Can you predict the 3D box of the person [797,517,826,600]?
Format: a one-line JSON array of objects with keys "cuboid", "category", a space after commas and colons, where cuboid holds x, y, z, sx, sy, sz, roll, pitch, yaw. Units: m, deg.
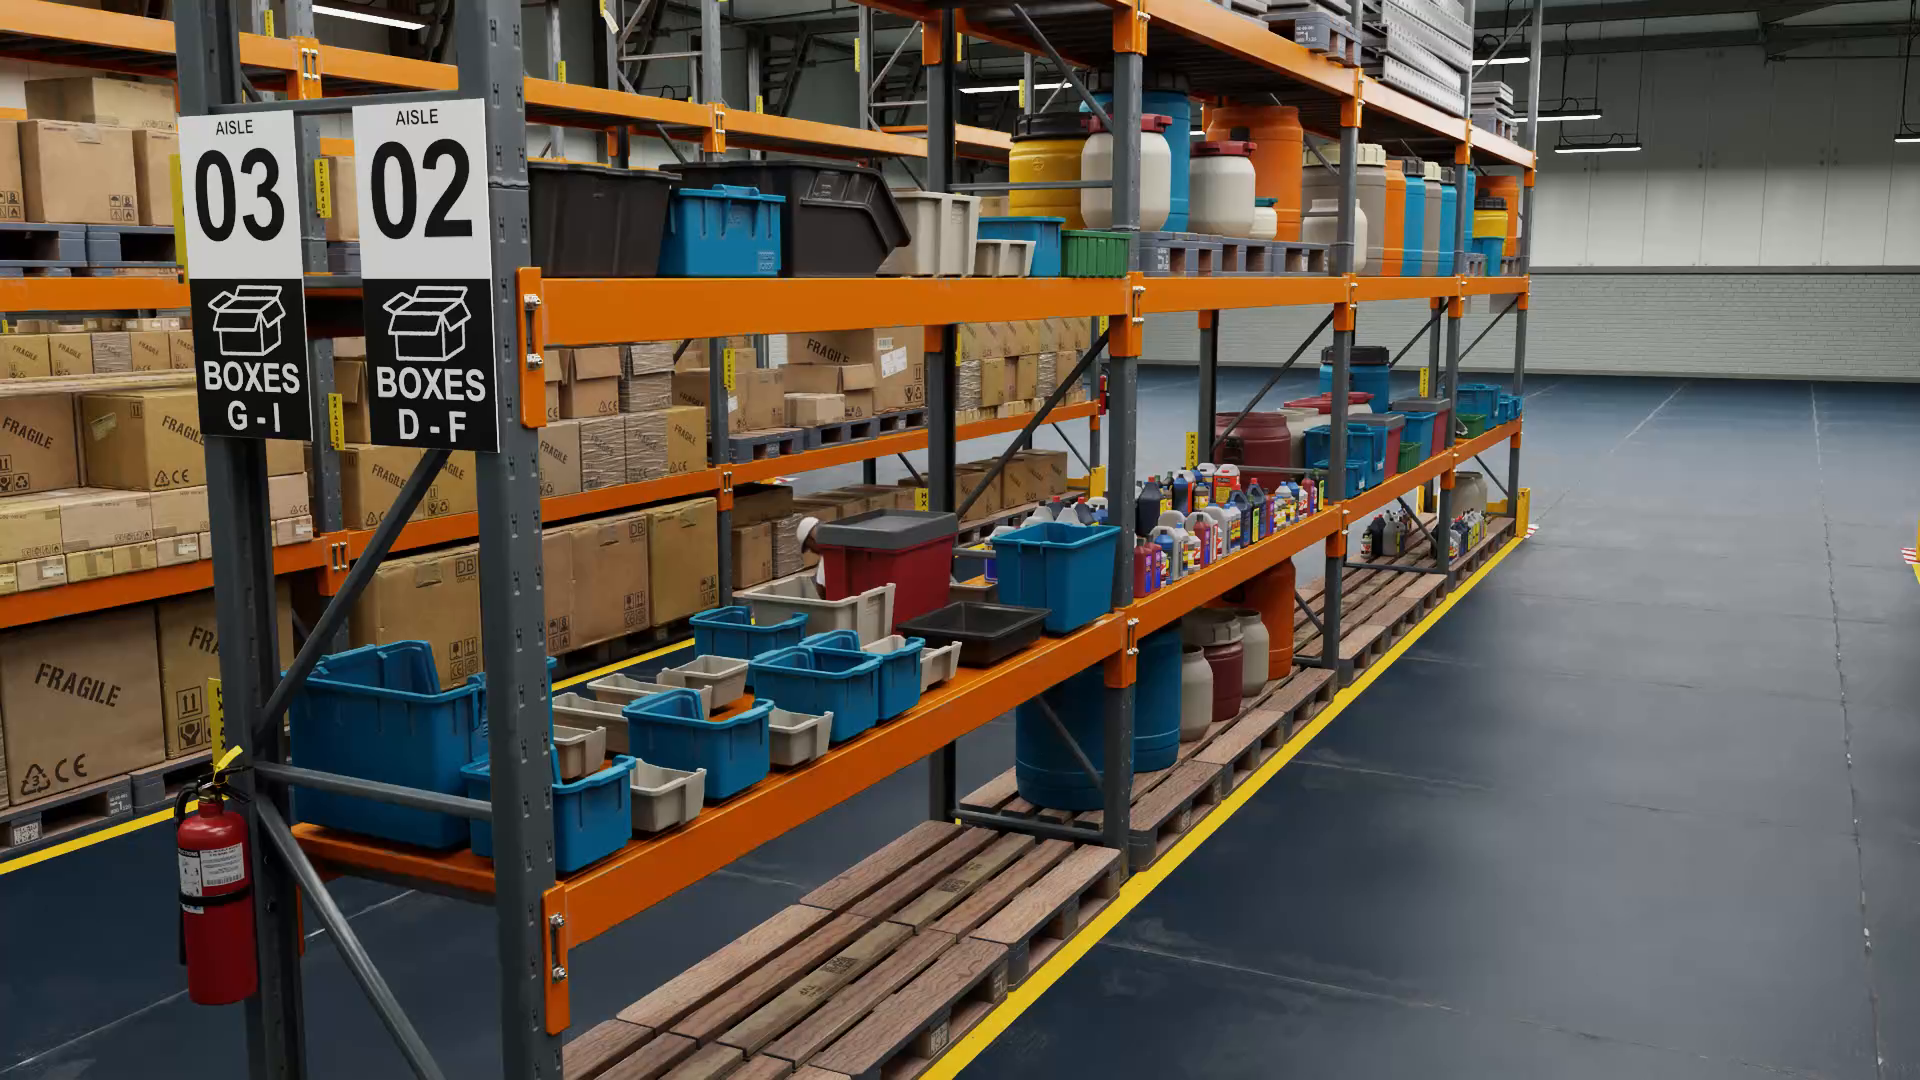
[{"cuboid": [-0.783, 0.354, 12.445, 0.958, 1.019, 0.527, 4, 10, 24], "category": "person"}]
